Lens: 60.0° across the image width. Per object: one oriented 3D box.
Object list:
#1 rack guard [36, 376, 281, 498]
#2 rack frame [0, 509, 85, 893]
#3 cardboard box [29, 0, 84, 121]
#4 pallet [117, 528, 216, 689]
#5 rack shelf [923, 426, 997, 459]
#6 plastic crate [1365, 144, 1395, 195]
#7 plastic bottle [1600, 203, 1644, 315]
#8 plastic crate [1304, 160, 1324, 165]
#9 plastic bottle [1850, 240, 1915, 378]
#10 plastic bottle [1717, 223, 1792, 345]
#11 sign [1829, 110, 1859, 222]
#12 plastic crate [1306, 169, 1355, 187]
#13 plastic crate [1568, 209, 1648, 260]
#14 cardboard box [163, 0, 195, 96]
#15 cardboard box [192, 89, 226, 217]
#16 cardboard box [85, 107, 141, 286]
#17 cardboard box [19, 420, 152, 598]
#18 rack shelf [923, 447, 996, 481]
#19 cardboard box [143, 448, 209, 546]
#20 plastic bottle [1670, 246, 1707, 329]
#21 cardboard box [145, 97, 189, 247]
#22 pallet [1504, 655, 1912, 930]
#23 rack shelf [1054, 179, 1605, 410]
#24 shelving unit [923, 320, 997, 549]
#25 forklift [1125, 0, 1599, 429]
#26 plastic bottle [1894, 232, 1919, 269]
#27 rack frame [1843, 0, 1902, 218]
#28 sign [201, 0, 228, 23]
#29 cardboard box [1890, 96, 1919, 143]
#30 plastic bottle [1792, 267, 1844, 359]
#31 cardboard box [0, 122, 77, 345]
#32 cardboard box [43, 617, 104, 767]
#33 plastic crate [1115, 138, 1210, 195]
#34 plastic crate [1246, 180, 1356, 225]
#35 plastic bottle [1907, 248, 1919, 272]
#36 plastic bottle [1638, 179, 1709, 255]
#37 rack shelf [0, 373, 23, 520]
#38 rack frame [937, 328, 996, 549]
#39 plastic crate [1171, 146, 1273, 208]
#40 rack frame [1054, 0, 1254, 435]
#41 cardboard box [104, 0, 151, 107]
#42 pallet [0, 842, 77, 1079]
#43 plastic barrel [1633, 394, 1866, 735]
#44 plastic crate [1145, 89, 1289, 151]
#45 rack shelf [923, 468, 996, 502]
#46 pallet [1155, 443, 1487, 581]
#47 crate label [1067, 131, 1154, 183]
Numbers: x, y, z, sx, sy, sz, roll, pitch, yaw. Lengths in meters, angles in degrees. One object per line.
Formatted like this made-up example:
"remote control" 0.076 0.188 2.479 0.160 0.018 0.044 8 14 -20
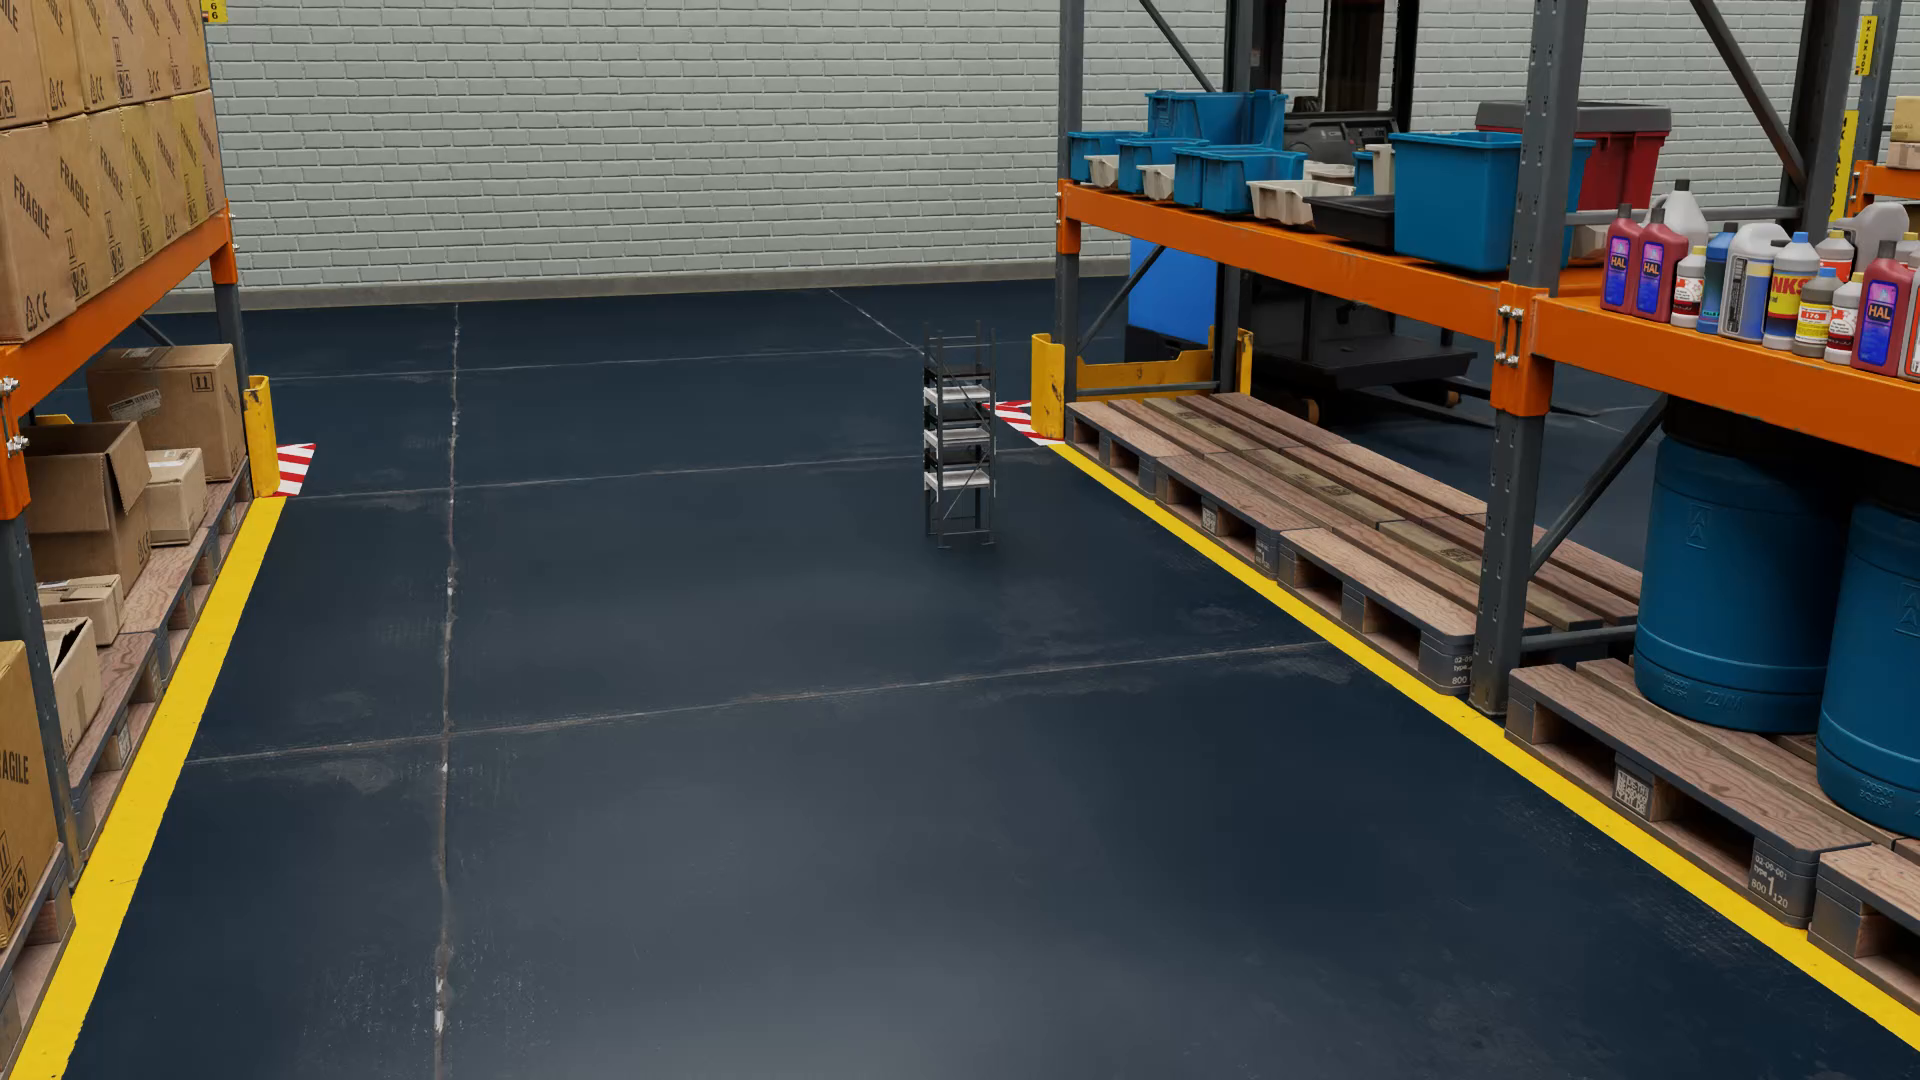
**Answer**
"rack guard" -3.749 -0.439 7.546 1.175 0.500 0.348 -5 17 -15
"rack frame" -2.670 -0.551 3.573 1.000 3.000 0.127 -5 17 -15
"cardboard box" -2.671 -1.373 4.398 0.500 0.500 0.500 -5 18 -17
"pallet" -3.197 0.256 5.732 1.003 0.211 1.213 -5 17 -15
"rack shelf" -0.002 -0.401 6.840 0.258 0.077 0.200 -5 17 -15
"plastic crate" 1.851 -1.351 6.336 0.437 0.282 0.530 -5 17 -15
"plastic bottle" 1.784 -0.751 4.440 0.061 0.283 0.133 -5 17 -15
"plastic crate" 1.458 -1.658 7.612 0.396 0.136 0.243 -5 17 -15
"plastic bottle" 2.028 -0.505 3.622 0.061 0.283 0.133 -5 17 -15
"plastic bottle" 1.955 -0.623 4.028 0.152 0.276 0.135 -5 17 -15
"sign" 2.623 -1.117 4.976 0.100 0.325 0.005 -5 17 -15
"plastic crate" 1.657 -1.503 7.094 0.298 0.136 0.250 -5 17 -15
"plastic crate" 2.103 -0.984 5.369 0.396 0.136 0.243 -5 17 -15
"cardboard box" -3.243 -1.943 6.296 0.500 0.500 0.500 -4 17 -14
"cardboard box" -3.385 -1.603 6.901 0.500 0.500 0.500 -4 17 -14
"cardboard box" -2.827 -1.042 5.032 0.500 0.500 0.500 -5 17 -16
"cardboard box" -3.191 -0.086 5.597 0.797 0.503 0.637 -5 17 -15
"rack shelf" -0.002 -0.315 6.866 0.258 0.077 0.200 -5 17 -15
"cardboard box" -3.151 -0.155 6.270 0.500 0.250 0.500 -5 17 -15
"plastic bottle" 1.870 -0.644 4.228 0.097 0.201 0.097 0 17 0
"cardboard box" -3.107 -1.321 5.964 0.500 0.500 0.500 -5 17 -15
"pallet" 2.266 0.610 4.553 1.003 0.211 1.213 -5 17 -15
"rack shelf" 1.544 -1.150 6.818 1.077 0.370 4.000 -5 17 -15
"shelving unit" -0.002 -0.433 6.830 0.258 0.900 0.210 -5 17 -15
"forklift" 2.167 -2.150 9.016 1.130 2.935 3.031 -9 19 -27
"plastic bottle" 2.571 -0.733 4.524 0.097 0.201 0.097 0 17 0
"rack frame" 5.757 -2.440 9.860 1.000 3.000 0.127 -5 17 -15
"sign" -3.230 -2.402 7.172 0.100 0.325 0.005 -5 17 -15
"cardboard box" 5.629 -2.356 9.326 0.500 0.250 0.500 -5 17 -17
"plastic bottle" 1.987 -0.526 3.835 0.097 0.201 0.097 0 17 0
"cardboard box" -2.548 -0.762 4.100 0.500 0.500 0.500 -4 17 -14
"cardboard box" -2.577 0.393 4.340 0.500 0.311 0.500 -5 17 -15
"plastic crate" 0.926 -1.720 7.652 0.416 0.233 0.300 -5 17 -15
"plastic crate" 1.326 -1.302 6.427 0.293 0.136 0.466 -5 17 -15
"plastic bottle" 2.549 -0.692 4.386 0.097 0.201 0.097 0 17 0
"plastic bottle" 1.890 -0.784 4.434 0.144 0.351 0.185 -5 17 -15
"rack shelf" -2.120 0.347 1.835 1.077 0.370 4.000 -5 17 -15
"rack frame" 0.026 -0.405 6.736 0.240 0.900 0.006 -5 17 -15
"plastic crate" 1.107 -1.538 7.046 0.416 0.233 0.300 -5 17 -15
"rack frame" 0.994 -2.048 8.557 1.000 3.000 0.127 -5 17 -15
"cardboard box" -2.955 -1.658 5.347 0.500 0.500 0.500 -4 17 -14
"pallet" -2.410 1.006 3.235 1.003 0.211 1.213 -5 17 -15
"plastic barrel" 2.227 0.014 4.609 0.600 0.901 0.708 -5 17 -15
"plastic crate" 1.266 -2.016 8.284 0.616 0.435 0.499 -5 17 -15
"rack shelf" -0.002 -0.229 6.891 0.258 0.077 0.200 -5 17 -15
"pallet" 1.515 -0.145 7.067 1.003 0.211 1.213 -5 17 -15
"crate label" 0.746 -1.902 8.258 0.416 0.233 0.303 -5 17 -15
